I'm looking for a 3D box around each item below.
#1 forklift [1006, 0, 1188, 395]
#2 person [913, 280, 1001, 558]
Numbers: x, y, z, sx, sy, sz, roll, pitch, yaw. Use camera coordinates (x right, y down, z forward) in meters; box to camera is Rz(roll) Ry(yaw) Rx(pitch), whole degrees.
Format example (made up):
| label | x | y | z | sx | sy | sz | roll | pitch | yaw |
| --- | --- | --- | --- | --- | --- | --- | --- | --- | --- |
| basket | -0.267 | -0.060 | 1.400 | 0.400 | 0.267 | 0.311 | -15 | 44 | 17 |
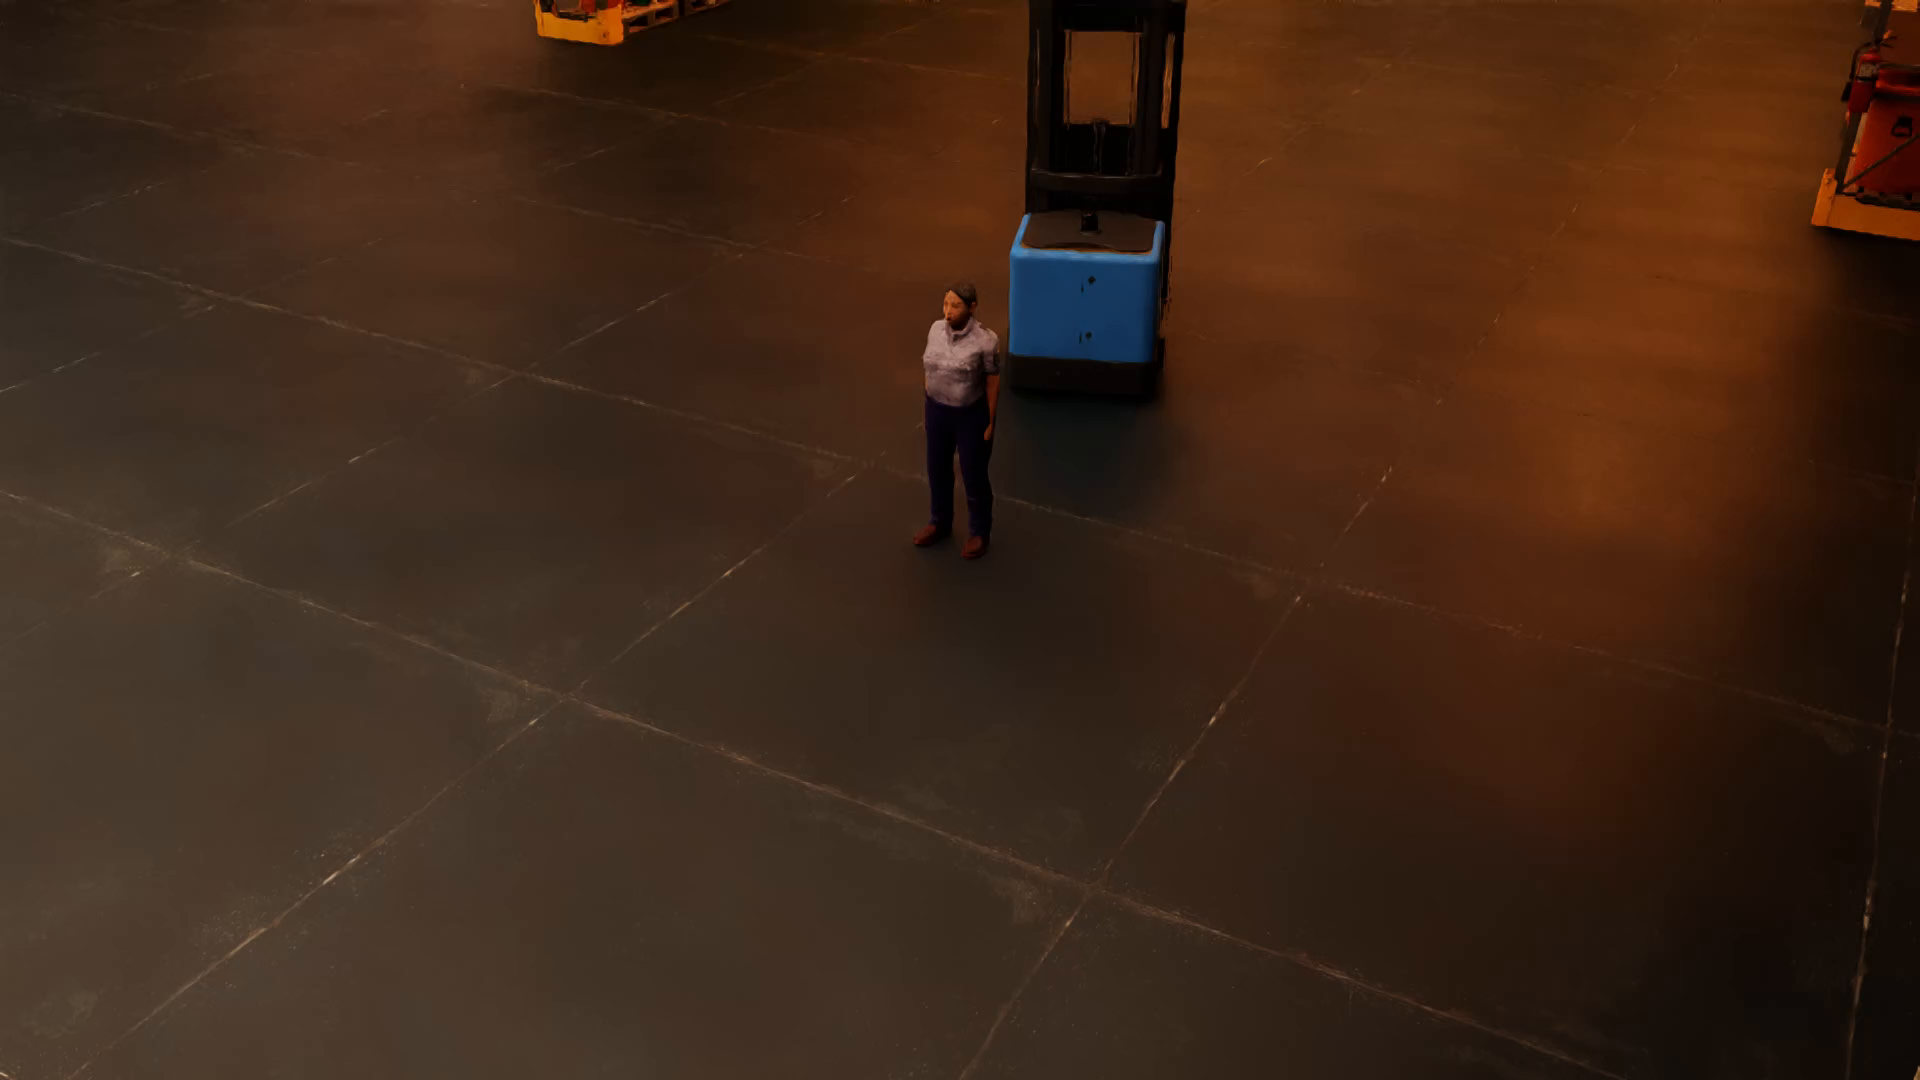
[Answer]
| label | x | y | z | sx | sy | sz | roll | pitch | yaw |
| --- | --- | --- | --- | --- | --- | --- | --- | --- | --- |
| forklift | 1.065 | -3.001 | 12.270 | 1.130 | 2.935 | 3.031 | 4 | 30 | 8 |
| person | -0.014 | -0.707 | 9.584 | 0.480 | 1.653 | 0.349 | 15 | 33 | 25 |
